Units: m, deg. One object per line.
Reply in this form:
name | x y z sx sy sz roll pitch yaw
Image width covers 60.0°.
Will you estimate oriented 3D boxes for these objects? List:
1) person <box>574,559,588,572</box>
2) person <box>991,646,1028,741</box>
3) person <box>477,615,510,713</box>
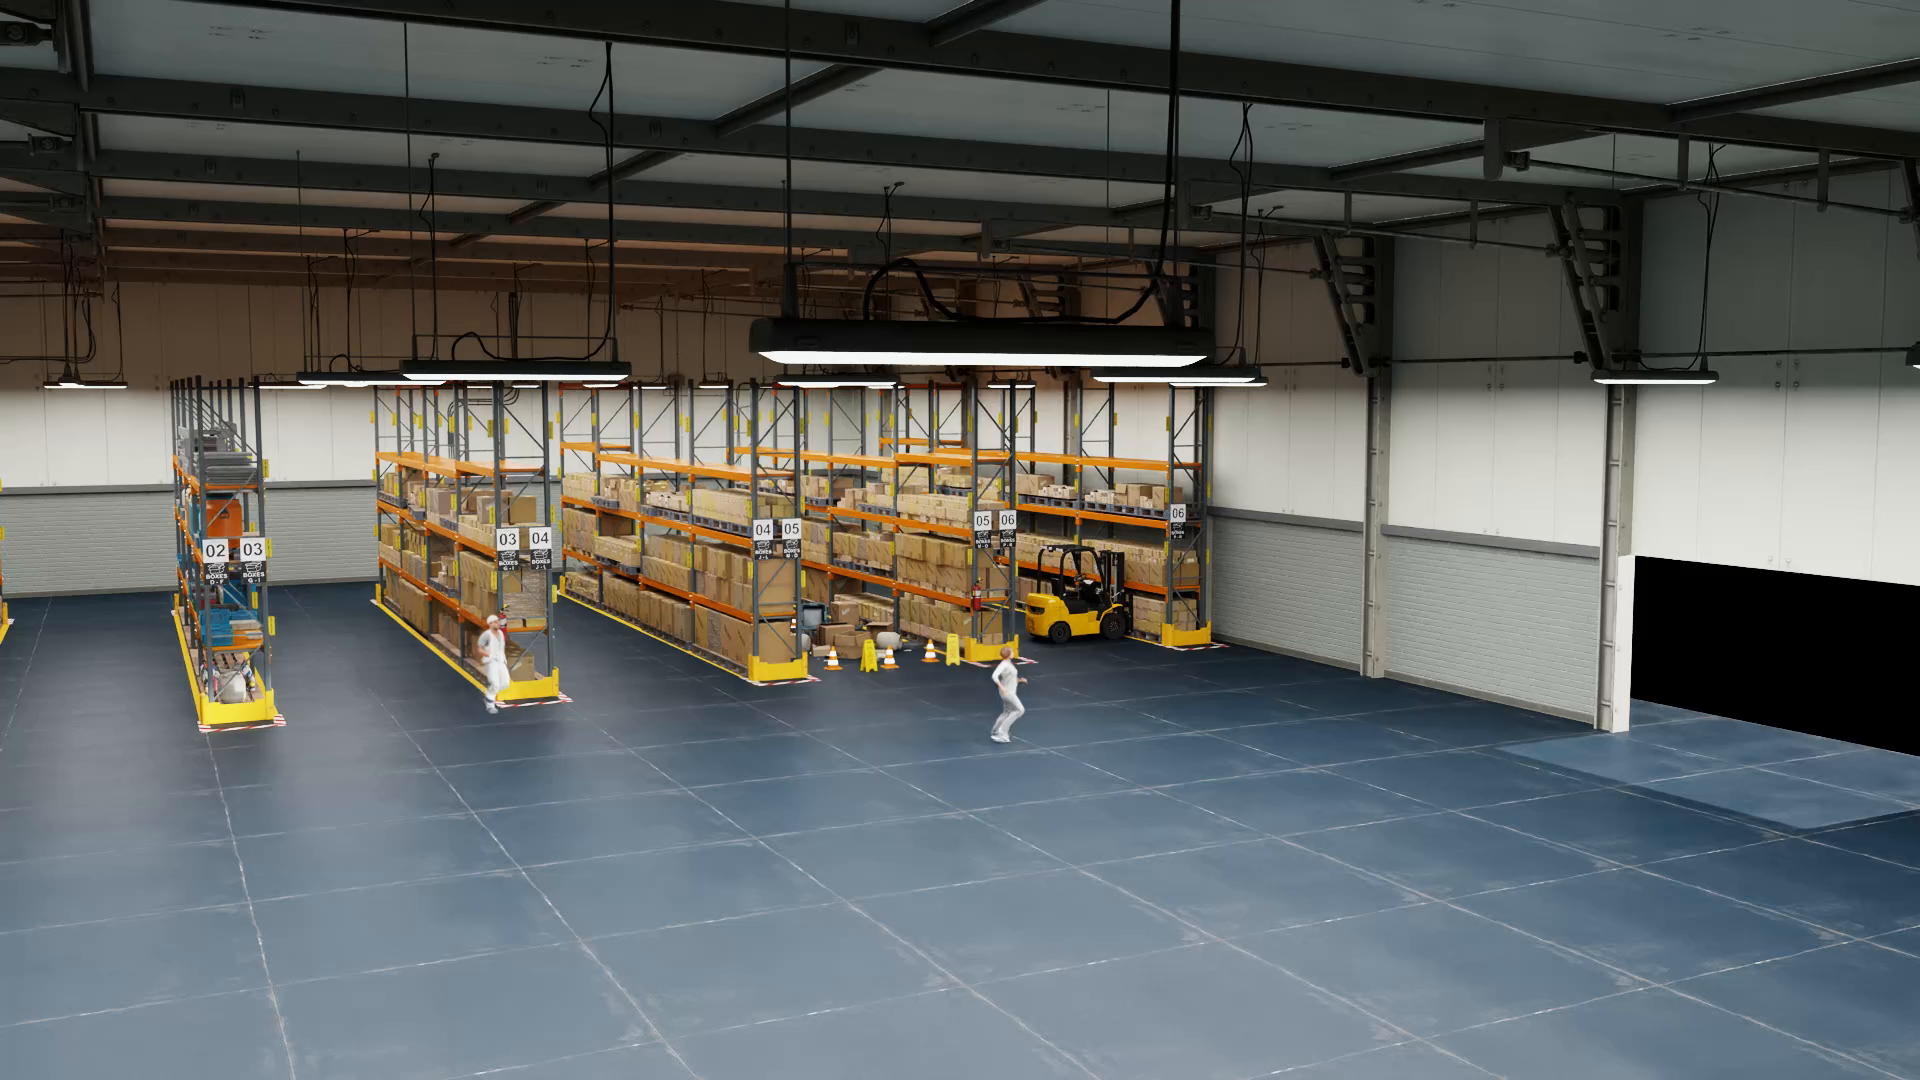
person | -11.054 0.532 48.891 0.670 1.716 0.742 -3 6 -27
person | 0.806 2.514 27.157 0.621 1.564 0.513 1 5 6
person | -8.333 2.212 29.791 0.601 1.748 0.674 3 6 29
